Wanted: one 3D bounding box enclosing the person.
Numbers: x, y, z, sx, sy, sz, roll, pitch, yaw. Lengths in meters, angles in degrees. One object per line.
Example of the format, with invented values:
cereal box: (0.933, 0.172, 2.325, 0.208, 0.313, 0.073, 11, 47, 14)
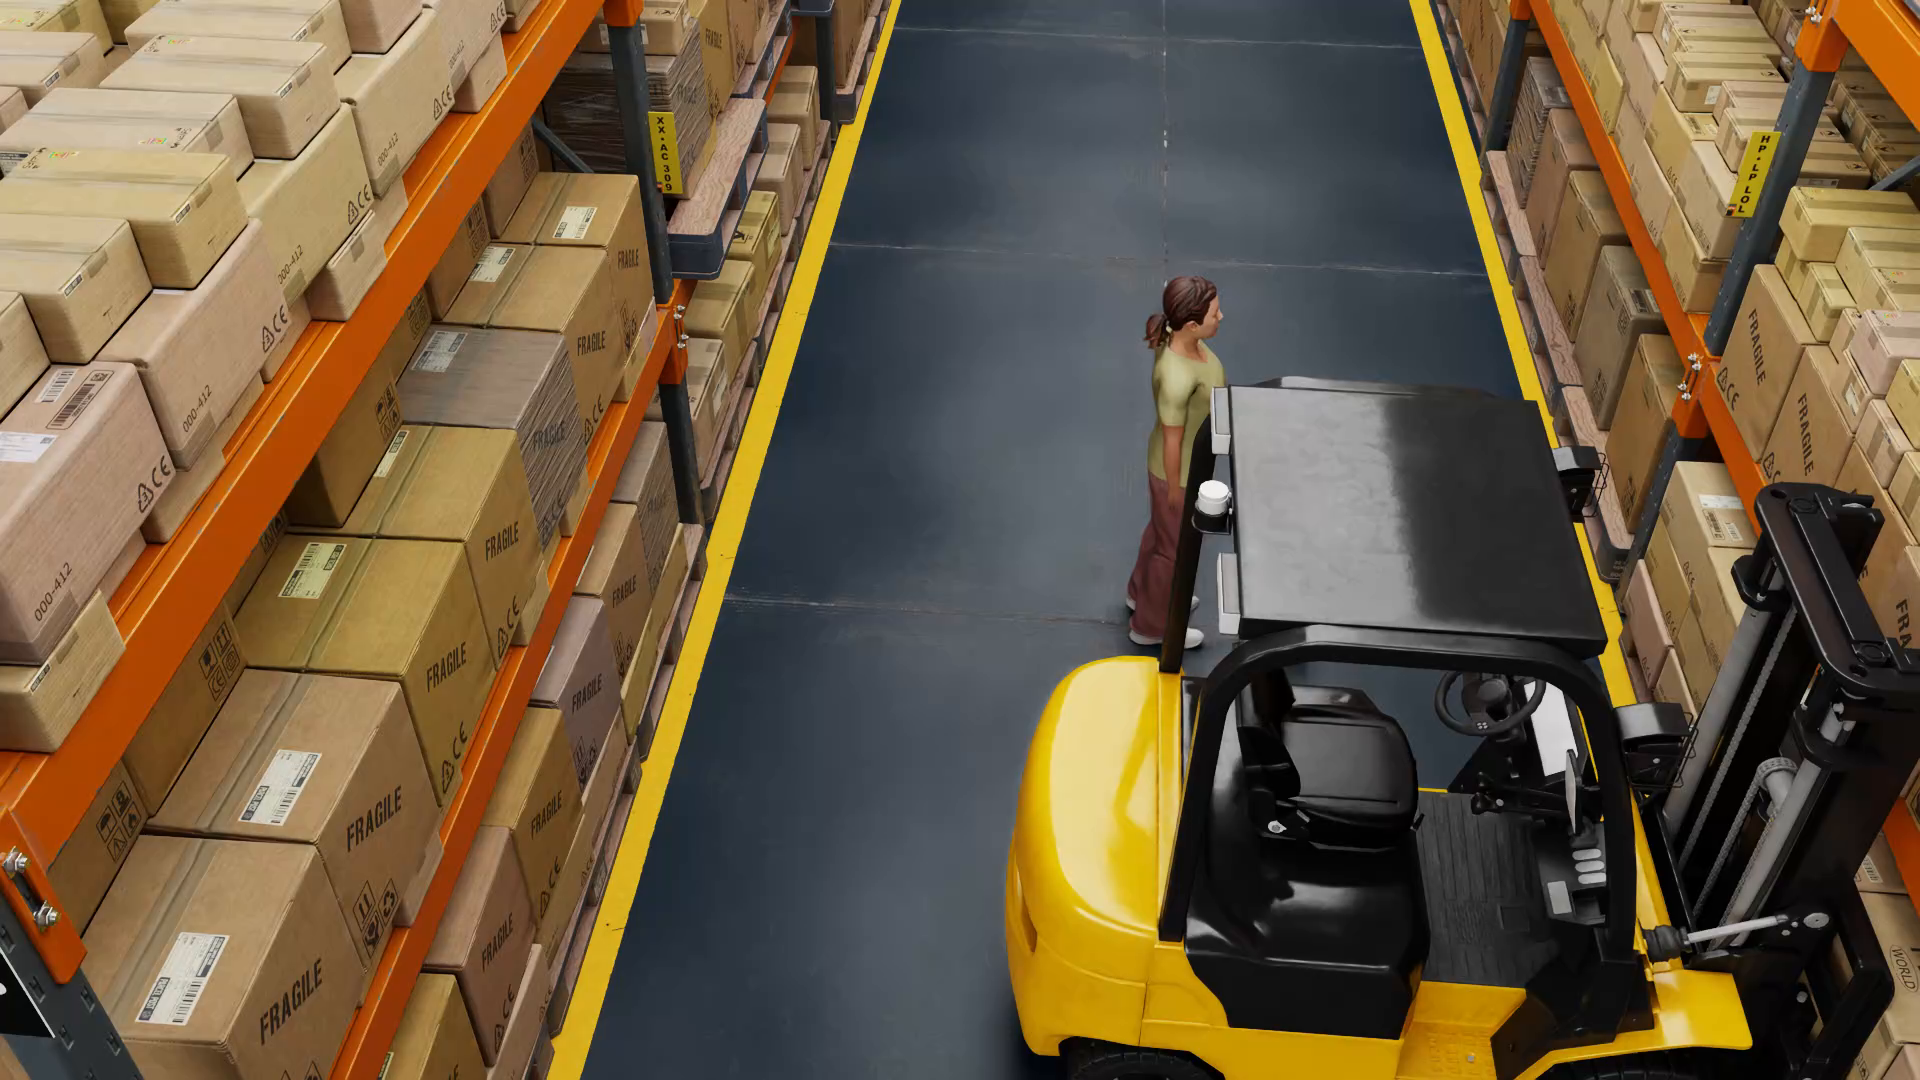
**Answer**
person: (0.849, -0.296, 6.517, 0.362, 1.672, 0.440, 4, 40, 5)
